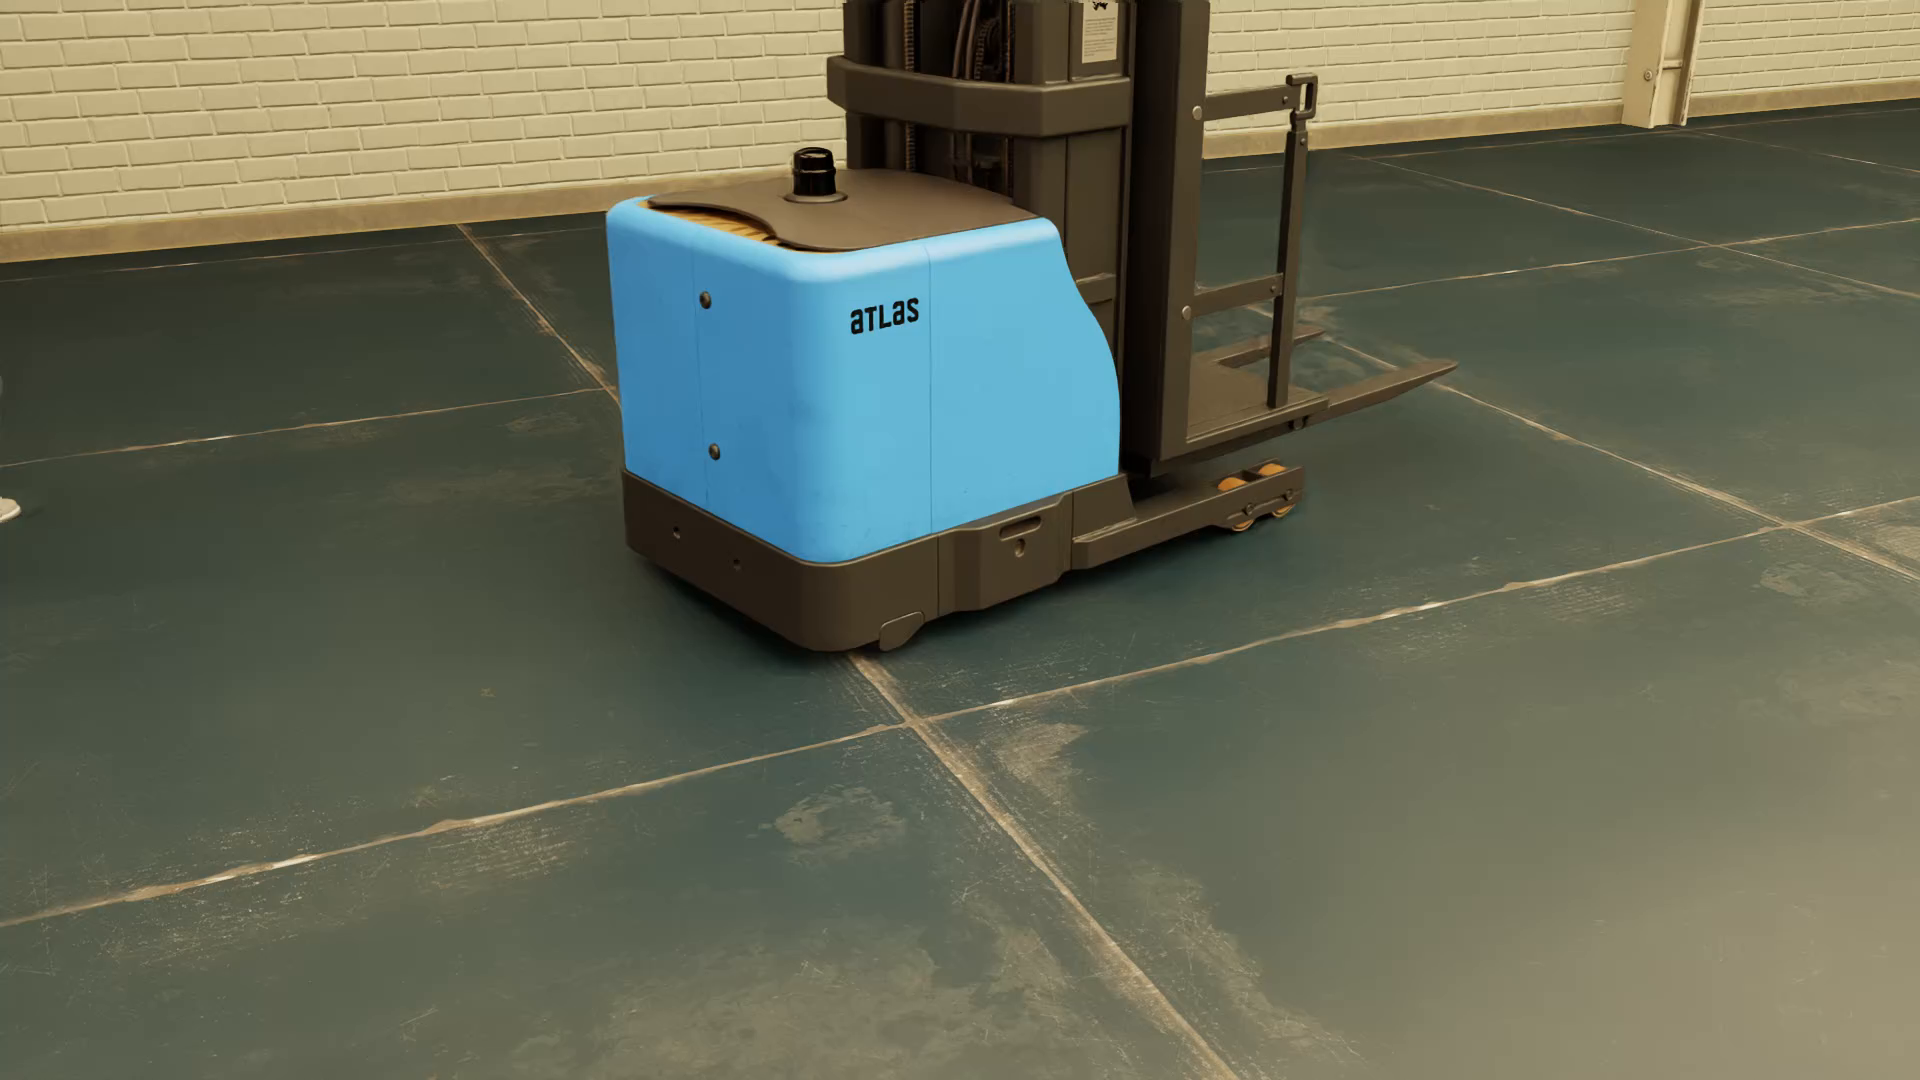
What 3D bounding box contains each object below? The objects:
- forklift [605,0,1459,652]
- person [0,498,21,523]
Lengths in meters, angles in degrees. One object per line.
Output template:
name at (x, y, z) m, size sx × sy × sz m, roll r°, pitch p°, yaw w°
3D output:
forklift at (0.463, -1.515, 4.934) m, size 3.031 × 2.935 × 1.130 m, roll -18°, pitch 29°, yaw -37°
person at (-3.107, -0.692, 4.655) m, size 0.384 × 1.634 × 0.754 m, roll -4°, pitch 23°, yaw -9°
